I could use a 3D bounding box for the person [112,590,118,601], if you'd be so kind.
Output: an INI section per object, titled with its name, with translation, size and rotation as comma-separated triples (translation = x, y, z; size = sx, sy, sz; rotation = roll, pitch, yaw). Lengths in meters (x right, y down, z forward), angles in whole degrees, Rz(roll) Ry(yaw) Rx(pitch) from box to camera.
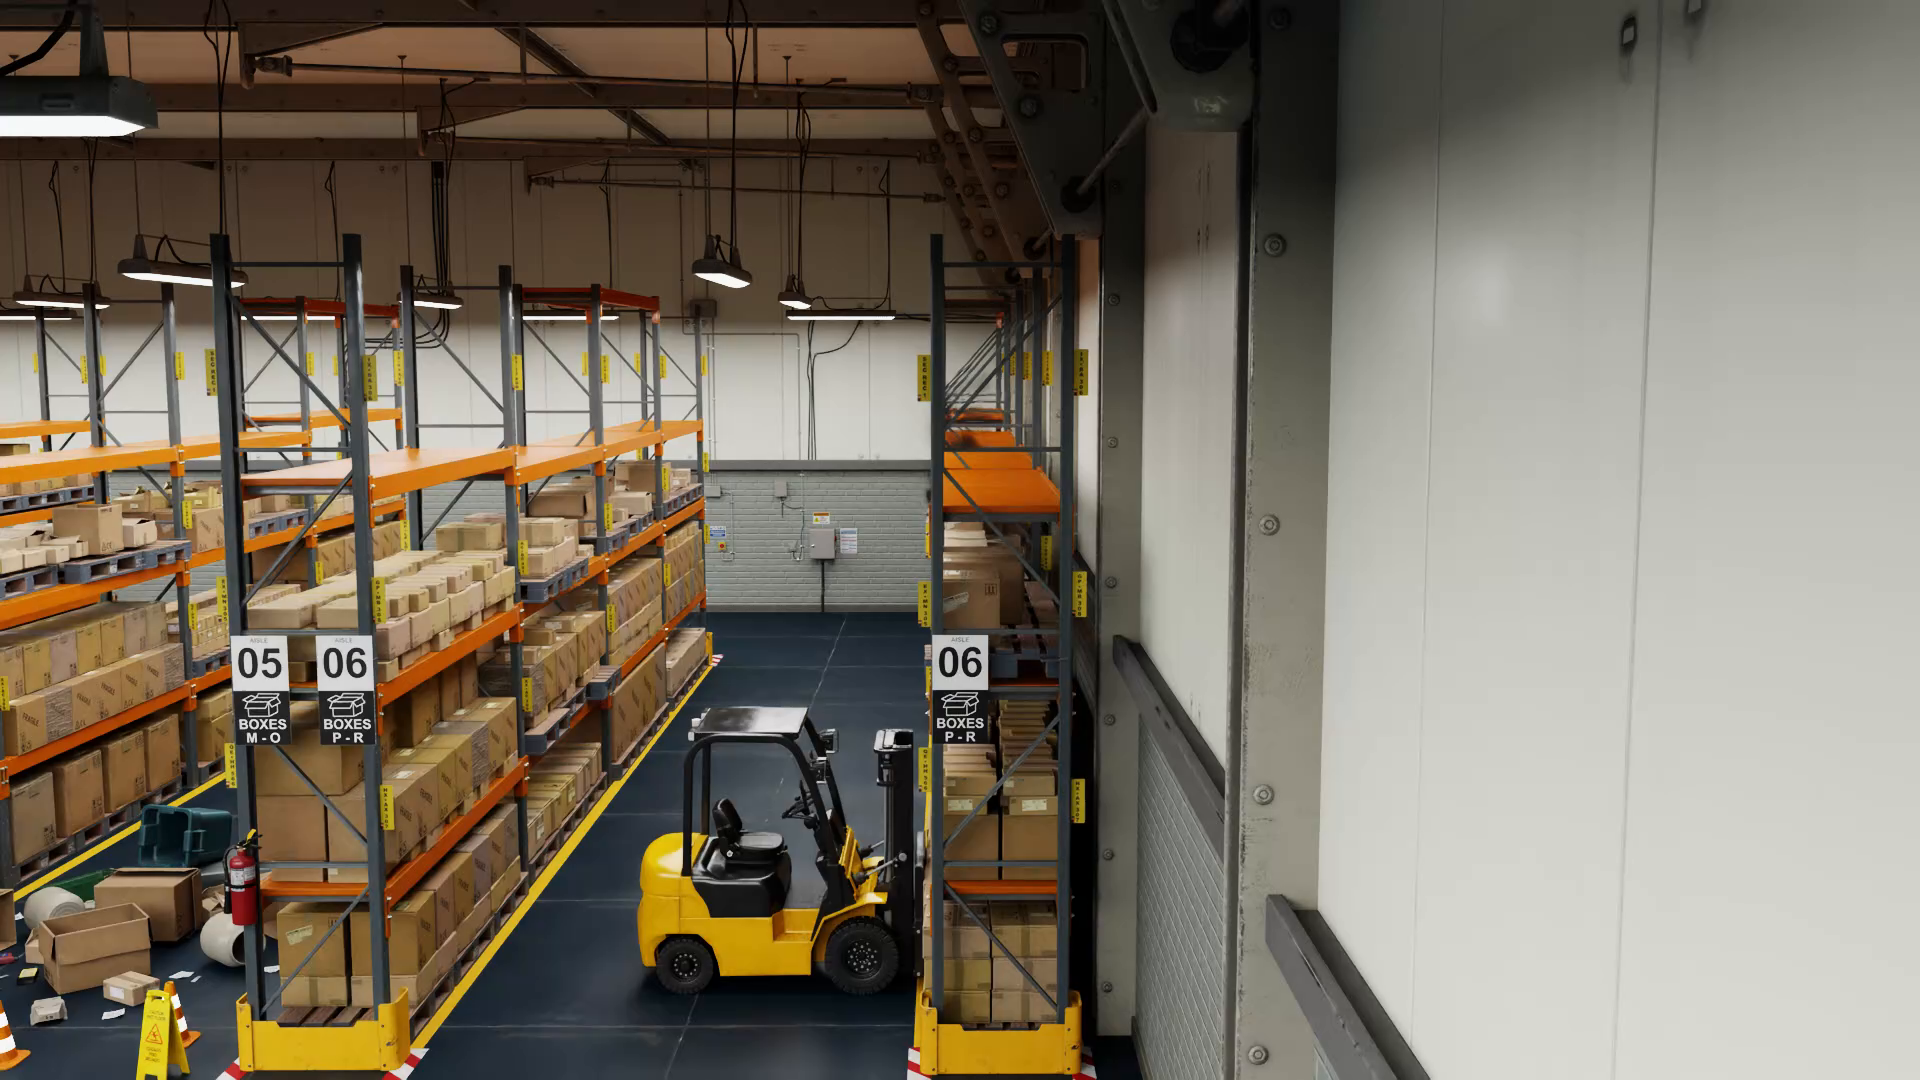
[person]
translation = -12.839, 1.559, 25.206
size = 0.618, 1.639, 0.893
rotation = -1, 6, -6
